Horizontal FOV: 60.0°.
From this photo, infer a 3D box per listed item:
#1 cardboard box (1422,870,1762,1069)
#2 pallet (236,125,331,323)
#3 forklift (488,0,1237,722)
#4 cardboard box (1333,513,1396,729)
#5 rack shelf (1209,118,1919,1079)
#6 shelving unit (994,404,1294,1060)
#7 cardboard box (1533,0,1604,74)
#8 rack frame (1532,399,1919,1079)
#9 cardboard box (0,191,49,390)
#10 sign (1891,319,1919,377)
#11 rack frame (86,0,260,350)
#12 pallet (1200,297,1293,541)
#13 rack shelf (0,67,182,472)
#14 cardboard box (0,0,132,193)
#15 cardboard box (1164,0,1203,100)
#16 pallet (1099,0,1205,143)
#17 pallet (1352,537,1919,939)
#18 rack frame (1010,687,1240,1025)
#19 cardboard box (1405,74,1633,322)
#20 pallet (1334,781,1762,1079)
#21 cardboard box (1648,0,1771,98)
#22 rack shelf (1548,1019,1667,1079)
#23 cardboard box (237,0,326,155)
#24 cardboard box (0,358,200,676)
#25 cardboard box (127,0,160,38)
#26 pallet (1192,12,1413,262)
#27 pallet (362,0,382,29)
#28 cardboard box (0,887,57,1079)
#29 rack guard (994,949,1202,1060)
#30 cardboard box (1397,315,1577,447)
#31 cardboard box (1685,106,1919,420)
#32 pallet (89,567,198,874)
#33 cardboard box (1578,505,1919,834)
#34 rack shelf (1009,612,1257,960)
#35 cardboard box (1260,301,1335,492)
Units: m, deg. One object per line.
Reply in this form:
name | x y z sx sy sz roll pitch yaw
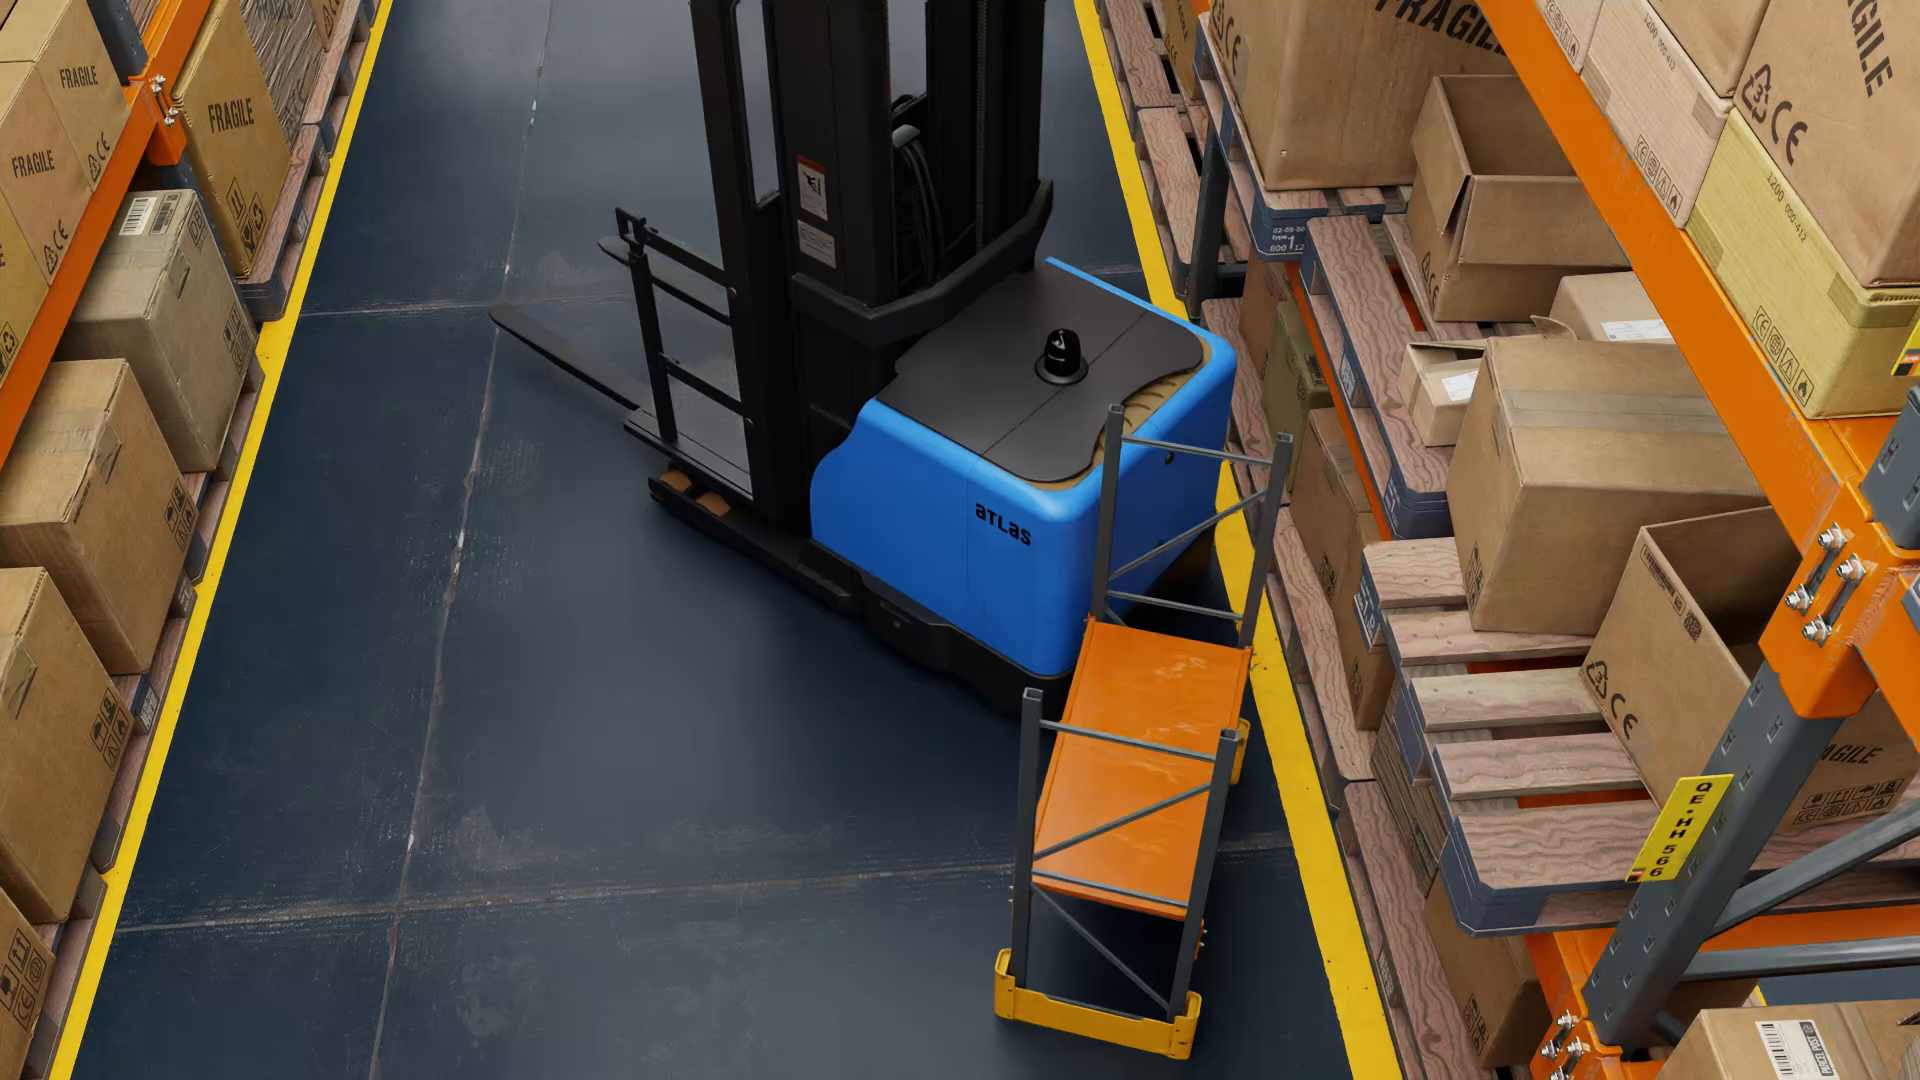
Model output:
cardboard box | 1.741 1.071 4.588 0.700 0.500 0.500 -6 47 -5
pallet | -3.455 -1.415 7.445 1.003 0.211 1.213 -3 47 -3
forklift | -0.552 -1.295 5.458 3.031 2.935 1.130 30 54 25
cardboard box | 1.627 0.261 5.355 0.700 0.500 0.500 0 47 0
rack shelf | 1.649 -0.353 5.014 1.077 0.370 4.000 -3 47 -3
shelving unit | 0.516 0.563 4.684 0.587 1.500 1.083 11 48 10
cardboard box | 1.438 -1.184 3.343 0.500 0.250 0.500 -2 47 -2
rack frame | 1.817 0.847 3.382 1.000 3.000 0.127 -3 47 -3
cardboard box | -3.074 -0.761 4.836 0.500 0.500 0.500 -3 47 -3
sign | 1.276 -0.331 2.075 0.100 0.325 0.005 -3 47 -3
rack frame | -3.469 -1.819 5.907 1.000 3.000 0.127 -3 47 -3
pallet | 1.548 -0.525 6.602 1.003 0.211 1.213 -3 47 -3
rack shelf | -3.302 -0.125 4.797 1.077 0.370 4.000 -3 47 -3
cardboard box | -3.159 -1.492 5.528 0.500 0.500 0.500 -4 47 -4
cardboard box | 1.302 -2.482 7.967 0.500 0.500 0.500 -7 47 -7
pallet | 1.285 -2.457 8.431 1.003 0.211 1.213 -3 47 -3
pallet | 1.651 0.404 3.934 1.213 0.211 1.003 -3 47 -3
rack frame | 0.390 0.914 4.352 0.500 1.500 0.032 11 48 10
cardboard box | 1.719 -0.979 4.750 0.797 0.503 0.637 1 47 1
pallet | 1.753 1.240 4.930 1.003 0.211 1.213 -3 47 -3
cardboard box | 1.474 -1.091 2.738 0.500 0.500 0.500 -4 47 -3
rack shelf | 1.984 2.541 2.273 1.077 0.370 4.000 -3 47 -3
cardboard box | -3.531 -2.344 7.578 0.875 0.875 0.875 -3 47 -3
cardboard box | -3.251 -0.048 5.490 1.050 0.750 0.750 -3 47 -3
cardboard box | -3.512 -2.137 6.104 0.875 0.550 0.550 -3 47 -3
pallet | 1.401 -1.420 5.661 1.003 0.211 1.213 -3 47 -3
pallet | -3.659 -3.180 9.117 1.003 0.211 1.213 -3 47 -3
cardboard box | -3.096 1.258 4.253 1.050 0.750 0.750 -4 47 -4
rack guard | 0.390 1.343 4.806 0.587 0.250 0.087 11 48 10
cardboard box | 1.408 -0.441 4.406 0.396 0.266 0.258 -5 47 -4
cardboard box | 1.532 -0.462 2.659 0.500 0.250 0.500 -3 47 -3
pallet | -3.224 0.578 5.557 1.003 0.211 1.213 -3 47 -3
cardboard box | 1.732 0.280 3.561 0.500 0.500 0.500 -9 47 -8
rack shelf | 0.519 0.680 4.820 0.538 0.185 1.000 11 48 10
cardboard box | 1.533 -0.547 6.121 0.700 0.500 0.500 -4 47 -4
